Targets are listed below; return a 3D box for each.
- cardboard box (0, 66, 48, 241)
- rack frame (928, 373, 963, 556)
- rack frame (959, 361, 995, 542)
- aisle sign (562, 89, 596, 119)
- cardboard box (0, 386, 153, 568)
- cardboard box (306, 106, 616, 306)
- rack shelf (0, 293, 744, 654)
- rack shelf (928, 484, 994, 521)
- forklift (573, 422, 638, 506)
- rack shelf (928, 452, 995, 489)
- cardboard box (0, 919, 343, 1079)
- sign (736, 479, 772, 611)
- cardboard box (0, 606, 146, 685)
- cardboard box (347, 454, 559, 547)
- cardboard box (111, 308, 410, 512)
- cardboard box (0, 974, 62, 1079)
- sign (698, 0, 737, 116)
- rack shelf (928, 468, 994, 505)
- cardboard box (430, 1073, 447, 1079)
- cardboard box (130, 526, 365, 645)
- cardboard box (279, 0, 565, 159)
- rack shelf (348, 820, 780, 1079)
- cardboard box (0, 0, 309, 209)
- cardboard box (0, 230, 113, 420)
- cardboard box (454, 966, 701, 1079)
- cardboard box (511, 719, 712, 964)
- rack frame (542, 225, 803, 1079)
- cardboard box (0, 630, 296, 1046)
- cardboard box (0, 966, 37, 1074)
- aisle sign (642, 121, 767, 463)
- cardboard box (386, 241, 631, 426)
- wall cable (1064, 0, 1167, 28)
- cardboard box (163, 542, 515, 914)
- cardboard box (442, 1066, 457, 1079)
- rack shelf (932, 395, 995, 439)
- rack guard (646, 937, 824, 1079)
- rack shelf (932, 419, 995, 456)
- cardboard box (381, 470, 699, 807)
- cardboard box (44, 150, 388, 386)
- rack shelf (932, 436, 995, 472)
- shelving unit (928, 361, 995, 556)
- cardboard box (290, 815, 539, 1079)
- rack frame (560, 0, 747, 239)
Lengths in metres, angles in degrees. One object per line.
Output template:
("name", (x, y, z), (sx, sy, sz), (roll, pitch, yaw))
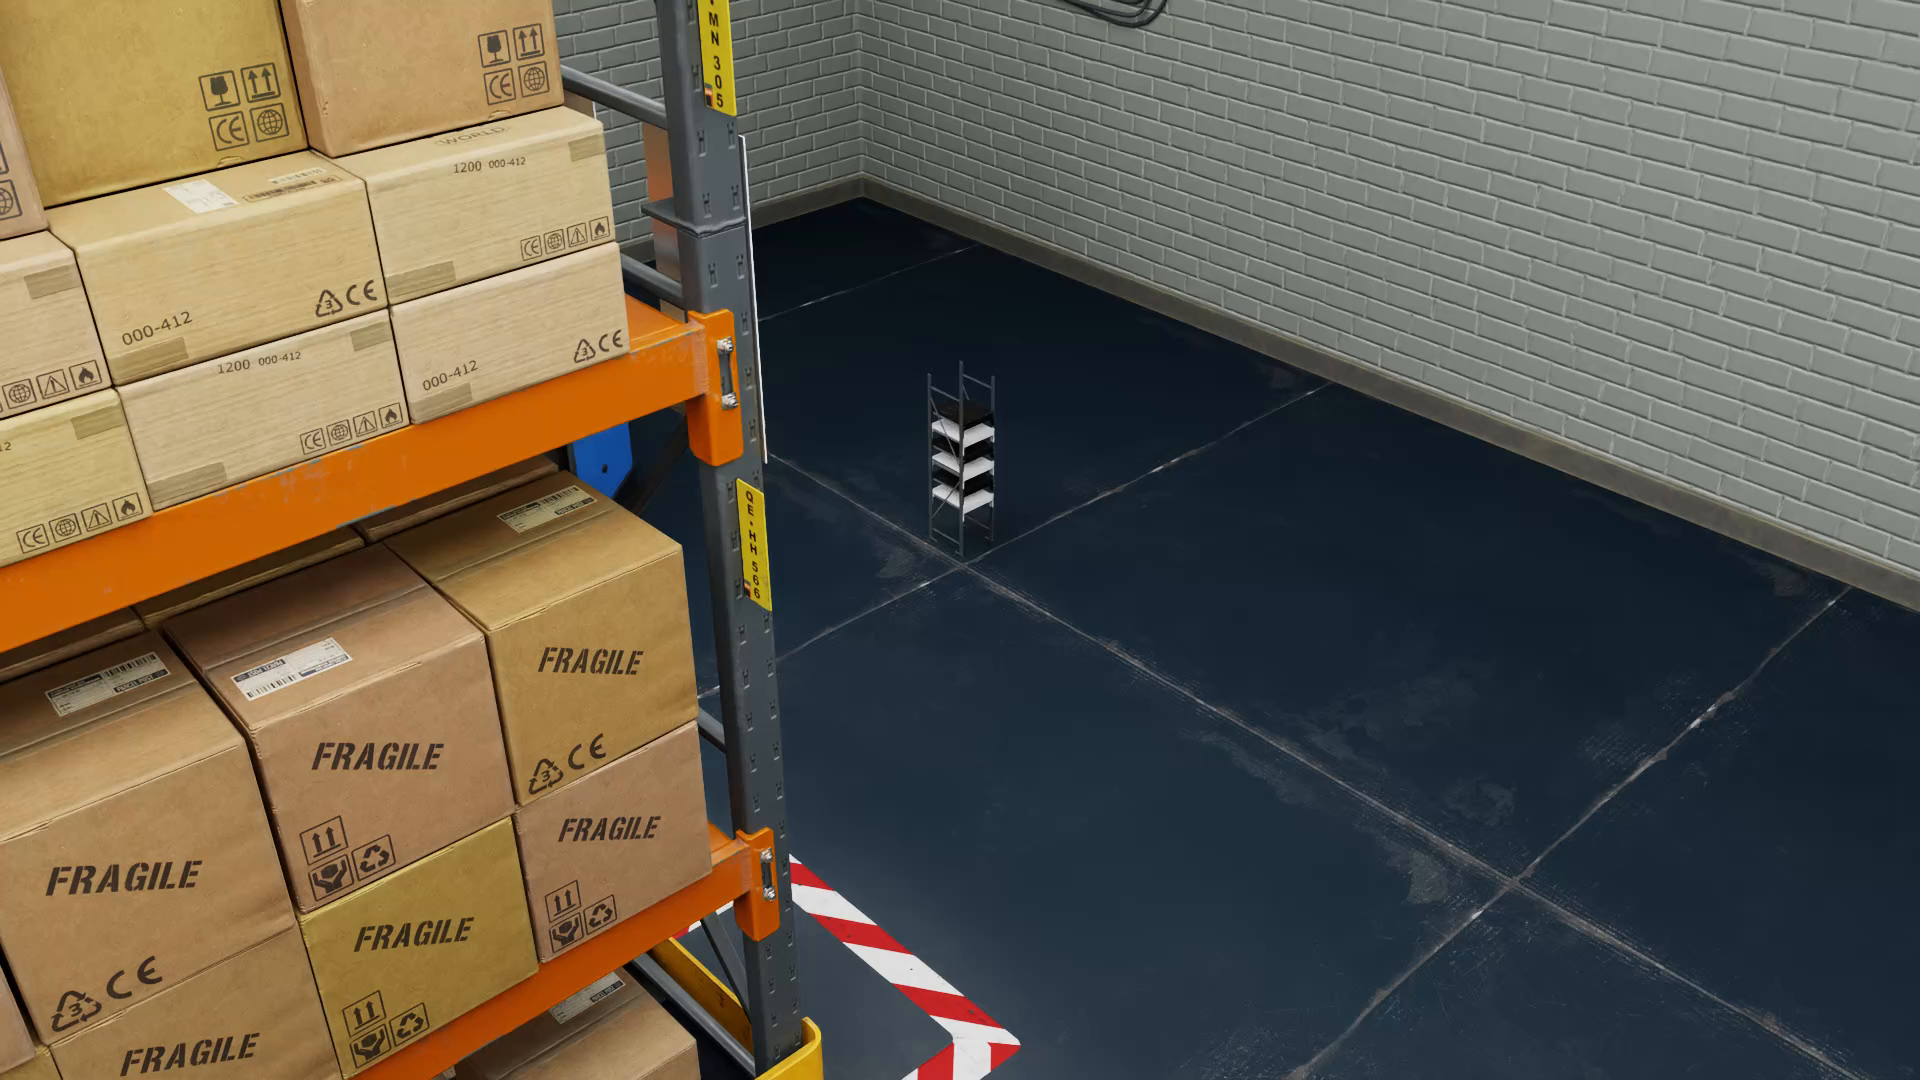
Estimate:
("cardboard box", (-1.934, -0.774, 2.710), (0.500, 0.500, 0.700), (-26, 40, -35))
("rack frame", (-0.069, -0.351, 7.961), (0.006, 0.900, 0.240), (-26, 40, -35))
("rack frame", (0.081, -0.423, 8.079), (0.006, 0.900, 0.240), (-26, 40, -35))
("aisle sign", (-1.000, -0.822, 4.227), (0.004, 0.787, 0.394), (-26, 40, -35))
("cardboard box", (-1.779, -0.154, 2.894), (0.500, 0.250, 0.500), (-26, 40, -35))
("cardboard box", (-1.053, -0.726, 3.351), (0.500, 0.250, 0.500), (-26, 40, -35))
("rack shelf", (-2.317, 0.160, 2.927), (4.000, 0.370, 1.077), (-26, 40, -35))
("rack shelf", (0.006, -0.205, 8.131), (0.200, 0.077, 0.258), (-26, 40, -35))
("forklift", (-3.175, -1.254, 7.490), (3.031, 2.935, 1.130), (5, 32, 8))
("rack shelf", (0.006, -0.358, 8.037), (0.200, 0.077, 0.258), (-26, 40, -35))
("cardboard box", (-1.741, 1.004, 3.637), (0.500, 0.500, 0.500), (-25, 40, -35))
("sign", (-0.487, 0.014, 3.939), (0.005, 0.325, 0.100), (-26, 40, -35))
("cardboard box", (-2.103, 0.375, 3.707), (0.500, 0.500, 0.500), (-25, 39, -35))
("cardboard box", (-1.355, 0.011, 4.303), (0.500, 0.500, 0.500), (-24, 39, -34))
("cardboard box", (-1.422, -0.336, 3.192), (0.500, 0.250, 0.500), (-26, 40, -35))
("cardboard box", (-2.111, 1.183, 3.344), (0.500, 0.500, 0.500), (-26, 40, -36))
("sign", (-0.487, -1.014, 3.310), (0.005, 0.325, 0.100), (-26, 40, -35))
("rack shelf", (0.006, -0.282, 8.084), (0.200, 0.077, 0.258), (-26, 40, -35))
("cardboard box", (-1.808, 1.671, 4.857), (0.500, 0.250, 0.500), (-26, 40, -35))
("cardboard box", (-1.733, 0.199, 3.995), (0.500, 0.500, 0.500), (-25, 40, -35))
("cardboard box", (-1.216, -1.137, 3.304), (0.500, 0.500, 0.700), (-26, 40, -35))
("rack shelf", (-2.317, 1.440, 3.709), (4.000, 0.370, 1.077), (-26, 40, -35))
("cardboard box", (-1.640, -0.992, 3.067), (0.500, 0.500, 0.700), (-26, 40, -35))
("cardboard box", (-1.789, -0.372, 2.773), (0.500, 0.250, 0.500), (-26, 40, -35))
("cardboard box", (-1.081, 1.589, 4.750), (0.500, 0.500, 0.500), (-26, 40, -35))
("cardboard box", (-0.993, 0.644, 4.226), (0.500, 0.500, 0.500), (-24, 39, -34))
("rack frame", (-0.850, 0.424, 4.682), (0.127, 3.000, 1.000), (-26, 40, -35))
("cardboard box", (-1.736, 0.583, 3.368), (0.500, 0.500, 0.500), (-25, 39, -34))
("cardboard box", (-2.113, 0.765, 3.070), (0.500, 0.500, 0.500), (-24, 39, -34))
("aisle sign", (-0.592, -0.593, 3.852), (0.004, 0.787, 0.394), (-26, 40, -35))
("cardboard box", (-1.047, -0.509, 3.476), (0.500, 0.250, 0.500), (-26, 40, -35))
("wall cable", (0.169, -4.574, 10.081), (0.112, 2.526, 3.097), (-26, 40, -35))
("cardboard box", (-1.359, 0.397, 3.671), (0.500, 0.500, 0.500), (-25, 39, -34))
("cardboard box", (-1.574, 1.550, 5.133), (0.250, 0.166, 0.380), (-26, 40, -35))
("rack shelf", (0.006, -0.589, 7.896), (0.200, 0.077, 0.258), (-26, 40, -35))
("rack guard", (-0.906, 1.517, 5.290), (0.348, 0.500, 1.175), (-26, 40, -35))
("rack shelf", (0.006, -0.512, 7.943), (0.200, 0.077, 0.258), (-26, 40, -35))
("cardboard box", (-0.989, 0.217, 3.965), (0.500, 0.500, 0.500), (-26, 40, -36))
("cardboard box", (-1.420, -0.548, 3.060), (0.500, 0.250, 0.500), (-26, 40, -35))
("rack shelf", (0.006, -0.435, 7.990), (0.200, 0.077, 0.258), (-26, 40, -35))
("shelving unit", (0.006, -0.387, 8.020), (0.210, 0.900, 0.258), (-26, 40, -35))
("cardboard box", (-1.371, 0.829, 3.923), (0.500, 0.500, 0.500), (-25, 40, -35))
("rack frame", (-0.850, -2.136, 3.117), (0.127, 3.000, 1.000), (-26, 40, -35))
